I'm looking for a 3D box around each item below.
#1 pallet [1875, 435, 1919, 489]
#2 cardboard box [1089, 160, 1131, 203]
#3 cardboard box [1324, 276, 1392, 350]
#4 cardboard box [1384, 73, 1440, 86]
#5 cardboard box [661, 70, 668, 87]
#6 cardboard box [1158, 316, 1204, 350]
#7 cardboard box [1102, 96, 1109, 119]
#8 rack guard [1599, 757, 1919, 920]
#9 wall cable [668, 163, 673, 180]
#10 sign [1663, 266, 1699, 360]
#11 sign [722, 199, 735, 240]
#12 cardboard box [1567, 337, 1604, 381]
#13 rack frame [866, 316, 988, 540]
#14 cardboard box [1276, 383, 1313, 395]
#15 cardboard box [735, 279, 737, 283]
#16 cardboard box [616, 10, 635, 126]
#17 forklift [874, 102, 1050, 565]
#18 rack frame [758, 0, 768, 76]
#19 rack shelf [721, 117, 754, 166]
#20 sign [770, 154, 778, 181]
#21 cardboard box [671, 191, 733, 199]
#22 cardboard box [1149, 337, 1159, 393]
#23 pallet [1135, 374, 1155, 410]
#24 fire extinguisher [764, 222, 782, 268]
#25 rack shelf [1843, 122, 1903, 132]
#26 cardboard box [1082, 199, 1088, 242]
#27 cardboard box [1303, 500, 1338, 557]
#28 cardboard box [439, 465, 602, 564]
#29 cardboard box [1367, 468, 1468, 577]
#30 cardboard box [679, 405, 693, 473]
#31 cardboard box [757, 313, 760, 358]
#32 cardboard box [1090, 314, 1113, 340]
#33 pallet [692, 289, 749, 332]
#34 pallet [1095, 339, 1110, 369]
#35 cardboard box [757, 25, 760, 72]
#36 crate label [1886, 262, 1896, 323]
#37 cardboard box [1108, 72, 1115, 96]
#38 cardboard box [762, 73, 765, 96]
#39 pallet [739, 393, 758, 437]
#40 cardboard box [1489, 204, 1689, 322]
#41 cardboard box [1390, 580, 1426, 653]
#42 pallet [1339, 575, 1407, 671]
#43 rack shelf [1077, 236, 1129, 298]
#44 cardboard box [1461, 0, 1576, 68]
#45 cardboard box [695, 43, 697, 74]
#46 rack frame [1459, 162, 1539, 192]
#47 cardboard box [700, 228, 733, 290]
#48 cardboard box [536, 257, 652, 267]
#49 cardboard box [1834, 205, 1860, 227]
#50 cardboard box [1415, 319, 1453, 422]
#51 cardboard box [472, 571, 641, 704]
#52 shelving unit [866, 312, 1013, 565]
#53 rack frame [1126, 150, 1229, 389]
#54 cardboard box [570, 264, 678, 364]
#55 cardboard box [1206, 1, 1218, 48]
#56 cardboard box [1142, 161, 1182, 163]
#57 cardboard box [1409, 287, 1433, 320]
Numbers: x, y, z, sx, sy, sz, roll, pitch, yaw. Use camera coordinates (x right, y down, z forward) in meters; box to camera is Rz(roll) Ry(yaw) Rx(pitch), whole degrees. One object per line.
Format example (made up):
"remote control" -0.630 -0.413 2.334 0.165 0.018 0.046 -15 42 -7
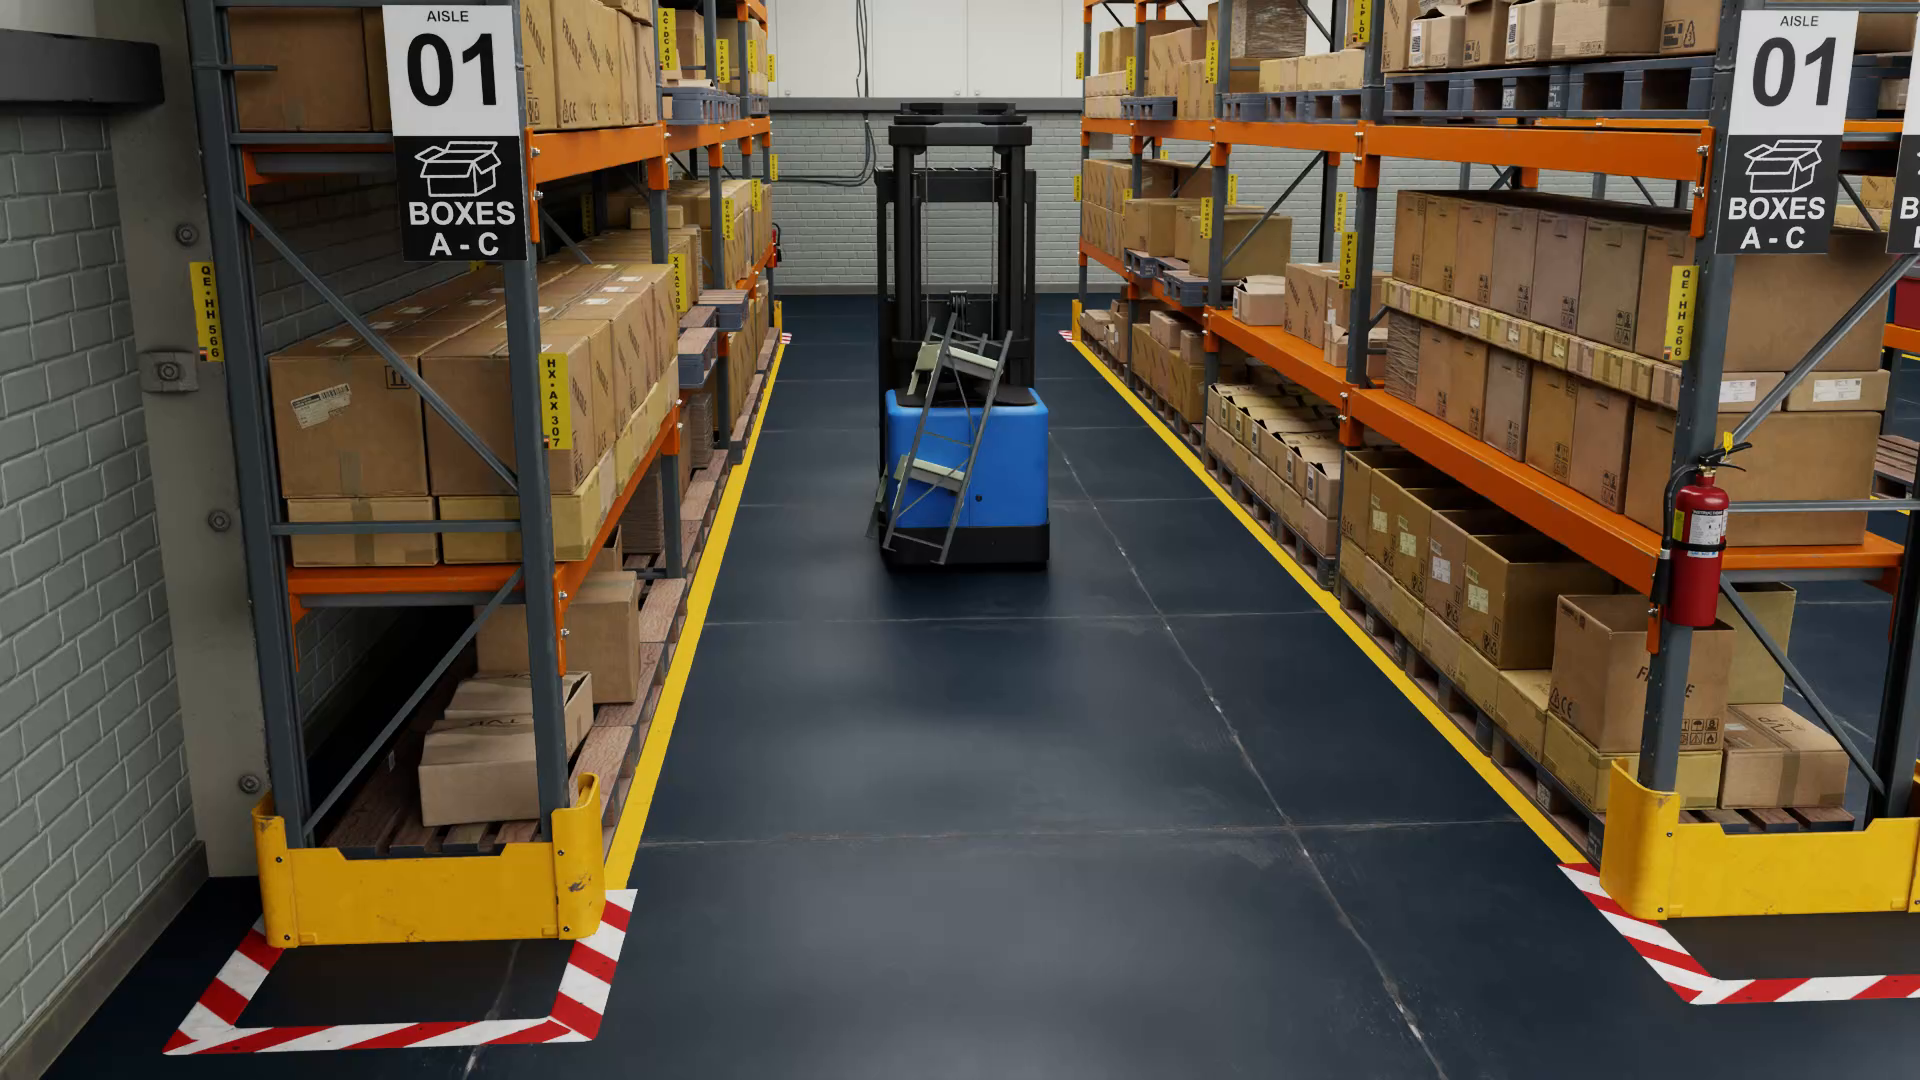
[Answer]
"pallet" 7.500 -0.636 13.574 1.003 0.211 1.213 -1 14 -3
"cardboard box" 1.856 -4.382 20.330 0.500 0.500 0.500 -1 14 -3
"cardboard box" 2.731 -1.480 11.058 0.500 0.500 0.500 0 14 1
"cardboard box" 2.766 -2.846 10.007 0.500 0.250 0.500 1 14 2
"cardboard box" -2.180 -3.180 10.804 0.500 0.500 0.500 -1 14 -5
"cardboard box" 2.179 -1.967 15.780 0.500 0.250 0.500 -1 14 -4
"cardboard box" 1.917 -4.969 19.100 0.500 0.250 0.500 -1 14 -3
"rack guard" 3.044 1.102 6.240 1.175 0.500 0.348 -1 14 -3
"wall cable" -3.916 -4.812 22.171 0.084 1.984 1.851 -1 14 -3
"sign" 2.500 -0.785 5.759 0.100 0.325 0.005 -1 14 -3
"sign" -1.856 -2.560 13.291 0.100 0.325 0.005 -1 14 -3
"cardboard box" 2.782 -0.760 6.960 0.380 0.149 0.250 -1 14 -3
"rack frame" -0.217 -0.687 10.923 0.400 1.500 0.023 16 2 -12
"cardboard box" 2.825 -1.121 13.413 0.500 0.311 0.500 -1 14 -2
"cardboard box" -2.306 -2.513 15.738 0.380 0.149 0.250 -1 14 -5
"cardboard box" -1.780 -2.158 7.632 0.500 0.500 0.500 -1 15 -6
"forklift" -0.044 -1.576 11.770 1.130 2.935 3.031 -1 14 -4
"rack frame" -2.893 -6.922 20.369 1.000 3.000 0.127 -1 14 -3
"rack shelf" -2.521 -3.628 15.033 1.077 0.370 4.000 -1 14 -3
"sign" -2.350 -4.697 20.962 0.100 0.325 0.005 -1 14 -3
"cardboard box" -2.202 -2.843 14.212 0.500 0.250 0.500 -1 14 -4
"cardboard box" 2.154 -1.720 16.327 0.500 0.500 0.500 -1 14 -3
"pallet" 2.387 -1.547 17.114 1.003 0.211 1.213 -1 14 -3
"fire extinguisher" -2.441 -3.843 21.346 0.296 0.674 0.183 -1 14 -3
"rack shelf" 7.615 -2.787 11.761 1.077 0.370 4.000 -1 14 -3
"cardboard box" 1.816 -4.028 20.960 0.500 0.500 0.500 -1 14 -2
"cardboard box" 2.480 -0.080 10.492 0.500 0.250 0.500 -1 14 -4
"cardboard box" -1.615 -0.100 6.158 0.500 0.250 0.500 -1 14 -5
"cardboard box" 2.550 -0.100 9.065 0.500 0.500 0.500 -1 14 -3
"cardboard box" -2.384 -0.721 12.442 0.700 0.500 0.500 -1 14 -4
"cardboard box" -2.617 -2.327 18.724 0.700 0.500 0.500 -1 14 -4
"cardboard box" 1.864 -2.587 20.196 0.500 0.250 0.500 -1 14 -3
"pallet" -2.246 -1.758 12.725 1.213 0.211 1.003 -1 14 -3
"pallet" 2.179 -2.223 19.744 1.003 0.211 1.213 -1 14 -3
"cardboard box" -2.483 -5.449 18.416 0.500 0.500 0.500 -1 14 -3
"crate label" 7.283 -1.945 12.997 0.502 0.435 0.616 -1 14 -3
"cardboard box" 1.942 -5.087 18.554 0.500 0.250 0.500 -1 14 -3
"cardboard box" -2.549 -5.341 19.501 0.500 0.250 0.500 -1 14 -6
"pallet" -2.443 -1.176 15.674 1.003 0.211 1.213 -1 14 -3
"cardboard box" 2.922 -1.301 7.760 0.700 0.500 0.500 -1 14 -3
"cardboard box" 2.573 0.388 8.675 0.500 0.250 0.500 -1 14 -3
"pallet" 2.802 0.440 9.394 1.003 0.211 1.213 -1 14 -3
"rack shelf" 2.175 -3.248 19.574 1.077 0.370 4.000 -1 14 -3
"cardboard box" 2.771 -2.472 7.762 0.797 0.503 0.637 1 14 3
"cardboard box" -2.570 -3.992 13.917 0.700 0.500 0.500 -2 15 -7
"rack frame" 6.995 -4.169 21.711 1.000 3.000 0.127 -1 14 -3
"cardboard box" -2.172 -2.354 13.816 0.500 0.500 0.500 0 14 -2
"cardboard box" -2.147 -1.420 9.944 0.700 0.500 0.500 -1 14 -3
"cardboard box" 11.699 -4.194 21.509 0.500 0.250 0.500 -1 14 -5
"cardboard box" 2.868 -0.916 8.867 0.700 0.500 0.500 -1 14 -4
"cardboard box" -1.885 0.462 7.845 0.700 0.500 0.500 -2 15 -7
"shelving unit" -0.146 -0.652 10.566 0.431 1.500 0.755 16 2 -12
"rack frame" 2.299 -3.099 17.551 1.000 3.000 0.127 -1 14 -3
"cardboard box" -1.811 -1.219 9.001 0.500 0.500 0.500 -1 14 -4
"cardboard box" 2.463 -4.452 14.581 0.500 0.500 0.500 -1 14 -3
"cardboard box" 2.422 -4.265 19.877 0.500 0.500 0.500 0 14 -2
"cardboard box" 2.652 -1.275 8.961 0.380 0.149 0.250 -1 14 -5
